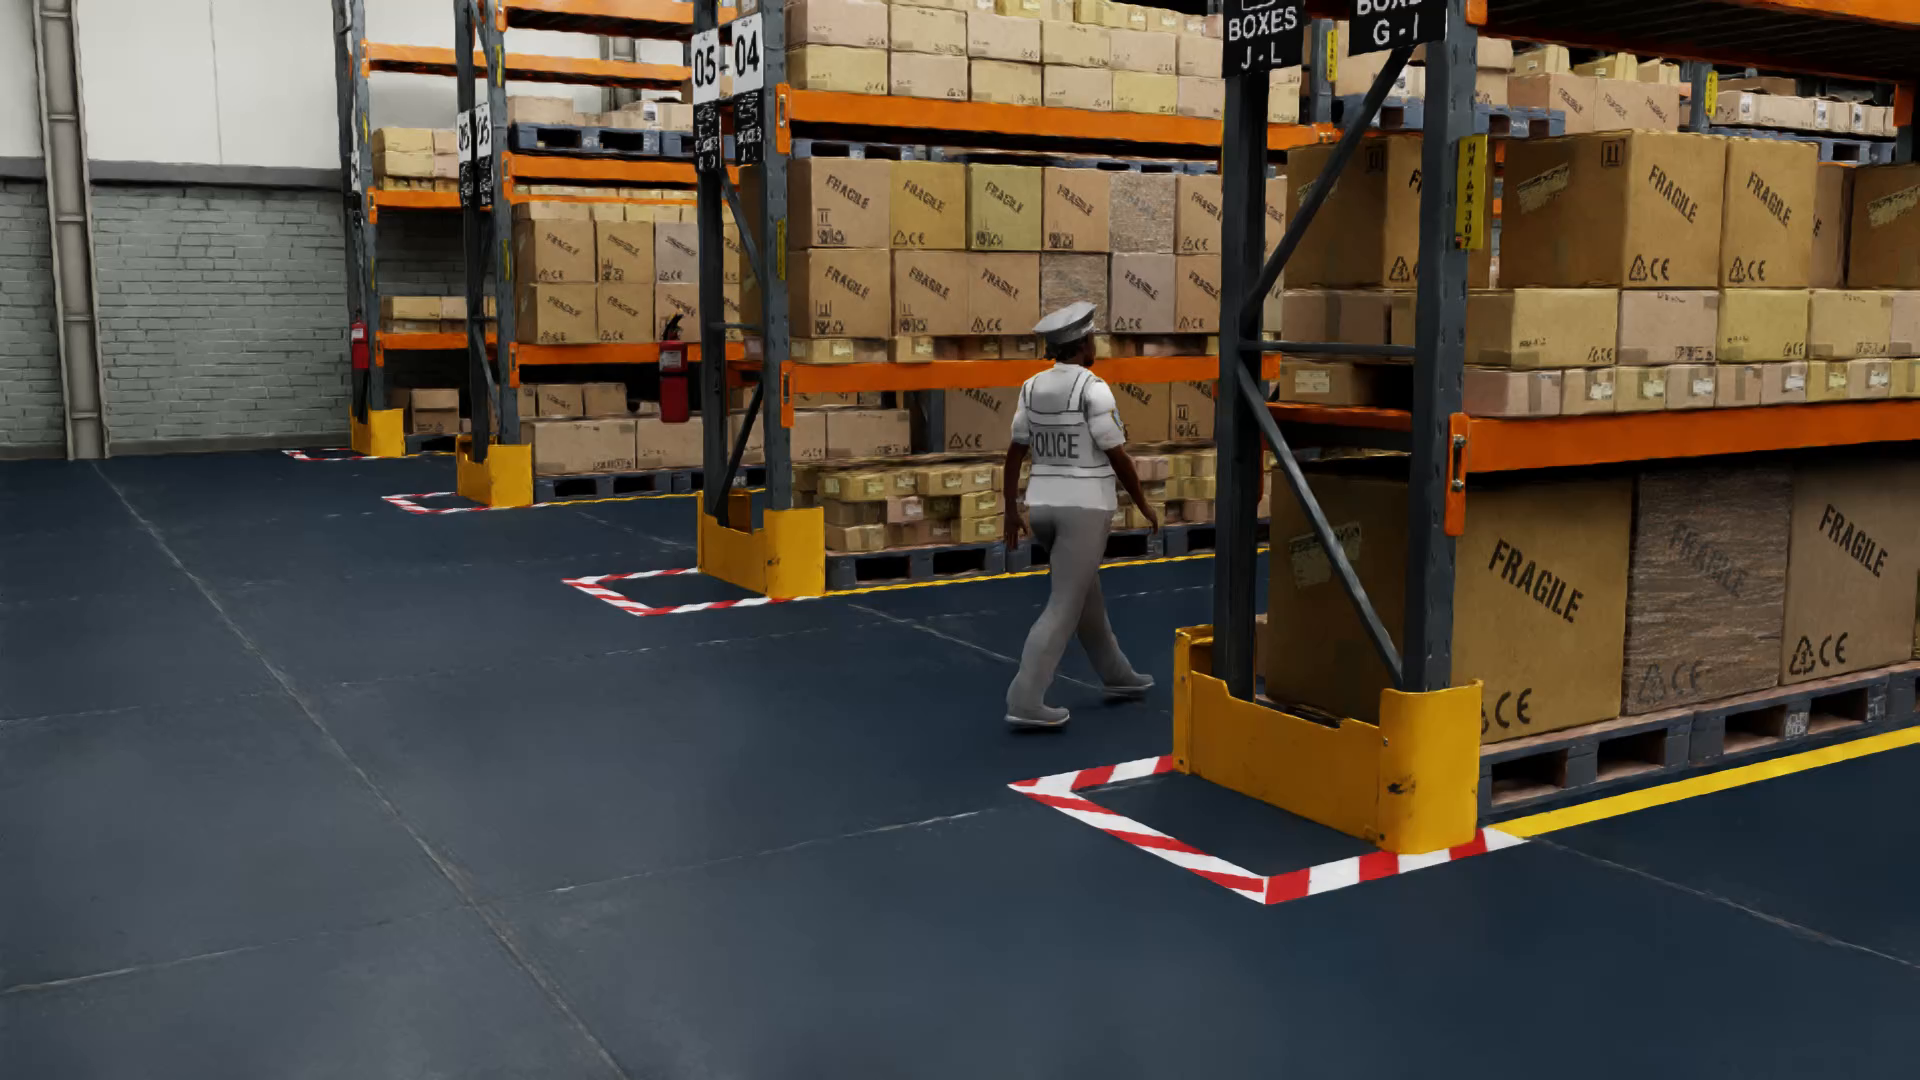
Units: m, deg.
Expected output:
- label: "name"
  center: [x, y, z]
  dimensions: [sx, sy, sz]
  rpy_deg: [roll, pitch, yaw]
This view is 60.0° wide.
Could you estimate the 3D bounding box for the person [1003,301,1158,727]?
- label: "person"
  center: [0.492, -0.127, 6.656]
  dimensions: [0.945, 1.647, 0.576]
  rpy_deg: [-7, 11, -41]
